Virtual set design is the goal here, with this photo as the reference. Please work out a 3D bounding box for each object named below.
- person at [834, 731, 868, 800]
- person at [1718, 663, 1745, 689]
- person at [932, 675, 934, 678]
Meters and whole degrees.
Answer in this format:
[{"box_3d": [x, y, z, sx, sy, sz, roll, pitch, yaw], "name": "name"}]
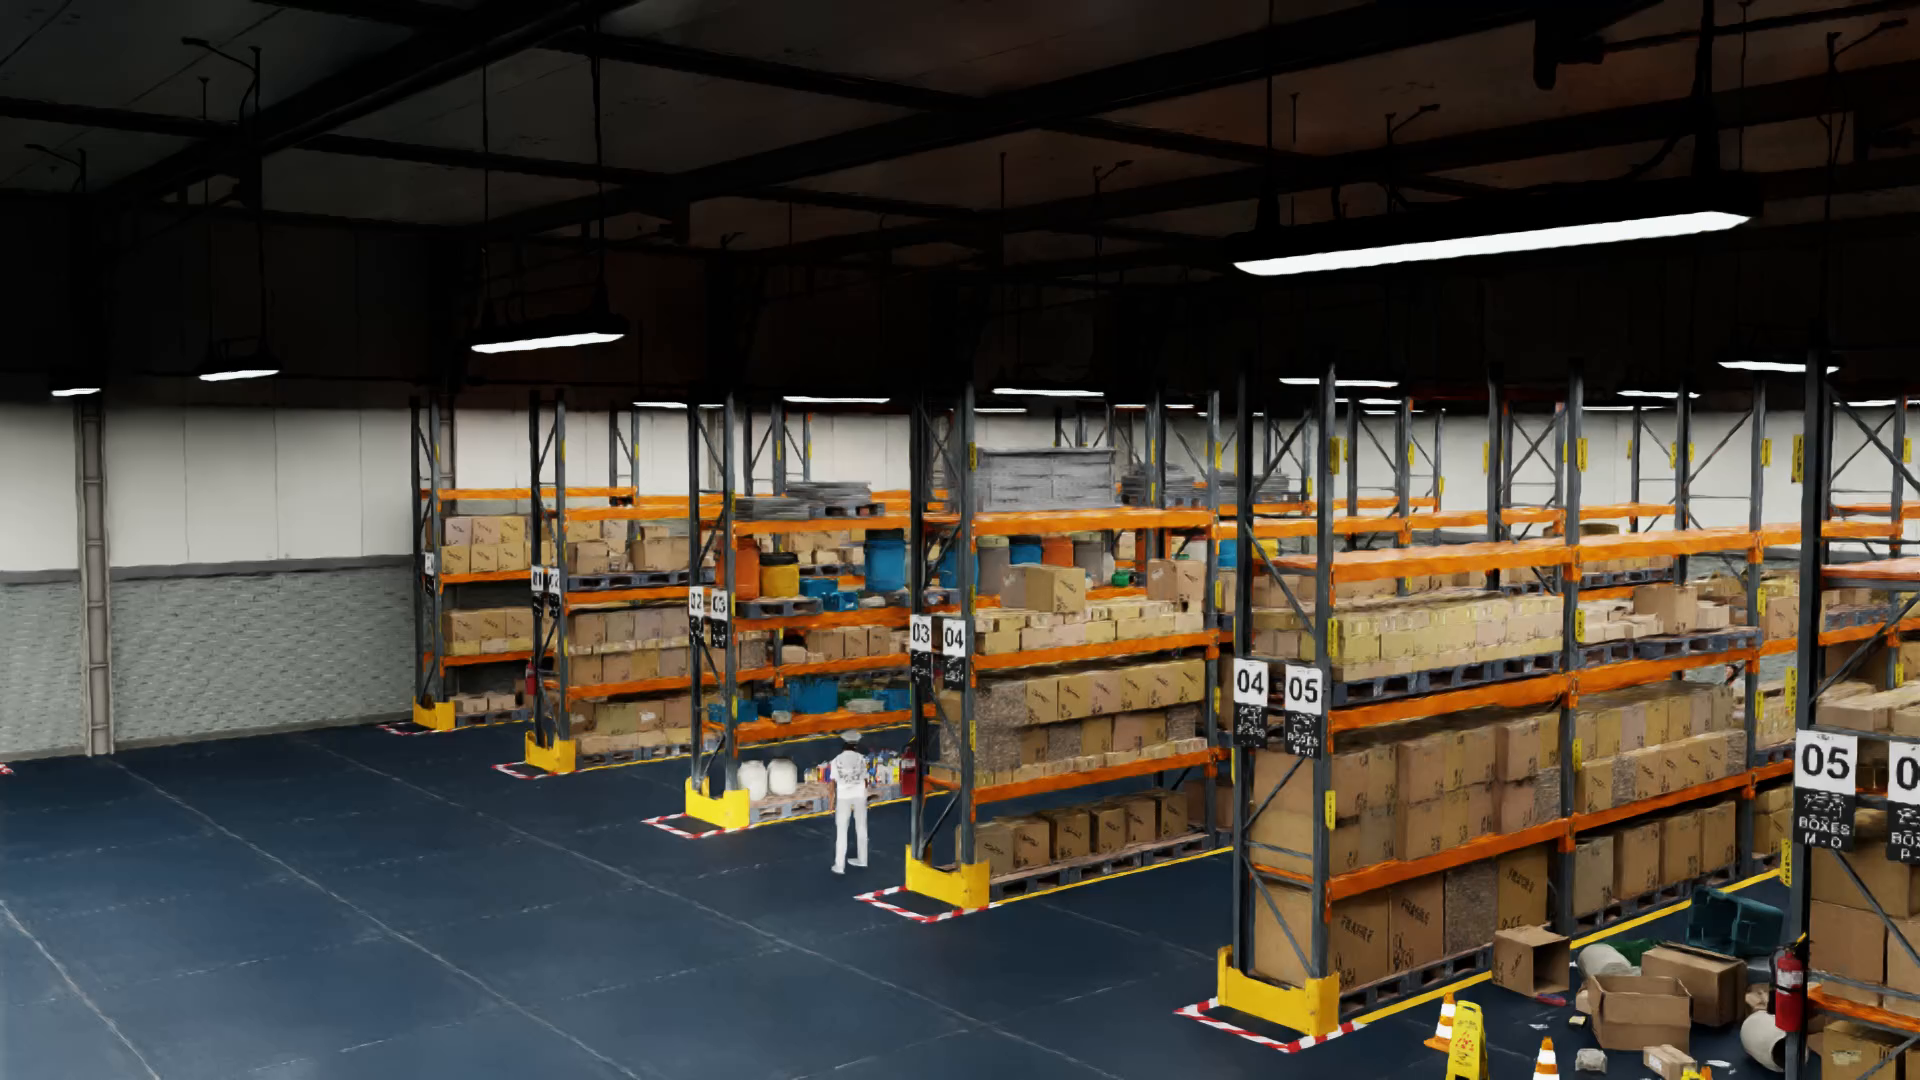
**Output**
[{"box_3d": [-1.307, 2.712, 19.955, 0.410, 0.820, 0.356, -1, 3, -9], "name": "person"}, {"box_3d": [12.464, 2.781, 26.820, 0.507, 1.619, 0.580, -3, 5, -42], "name": "person"}, {"box_3d": [-0.156, 2.295, 36.099, 1.127, 1.458, 0.544, -3, 4, -42], "name": "person"}]
